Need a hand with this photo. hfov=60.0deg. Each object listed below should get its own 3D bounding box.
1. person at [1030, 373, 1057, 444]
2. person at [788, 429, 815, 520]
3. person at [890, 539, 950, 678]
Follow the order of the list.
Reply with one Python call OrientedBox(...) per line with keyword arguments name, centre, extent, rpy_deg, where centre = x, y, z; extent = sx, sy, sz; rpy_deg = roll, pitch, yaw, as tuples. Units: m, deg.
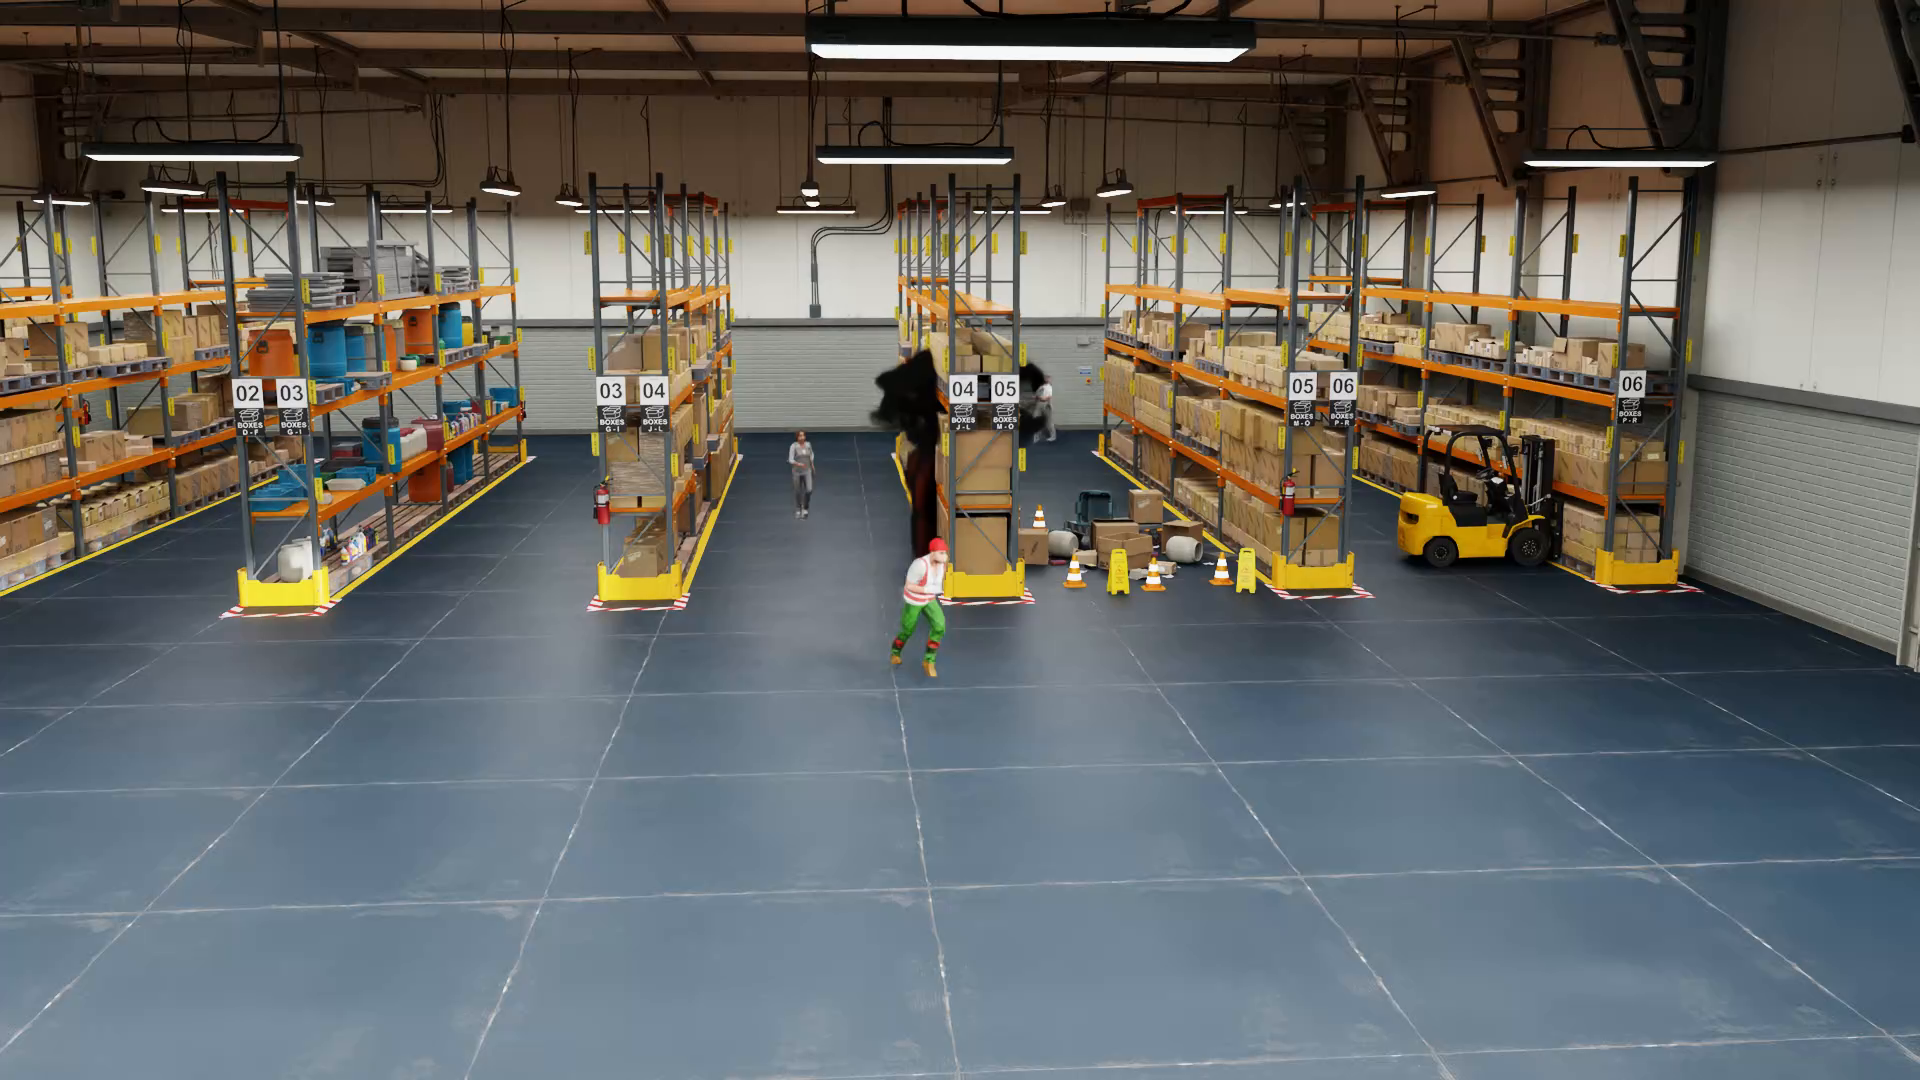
OrientedBox(name="person", centre=(2.135, -3.362, 42.697), extent=(0.778, 1.853, 0.633), rpy_deg=(-6, 12, -32))
OrientedBox(name="person", centre=(-2.735, -1.134, 28.917), extent=(0.508, 1.598, 0.698), rpy_deg=(-4, 11, -20))
OrientedBox(name="person", centre=(-0.467, 0.779, 19.636), extent=(0.706, 1.710, 1.010), rpy_deg=(-9, 13, -41))
